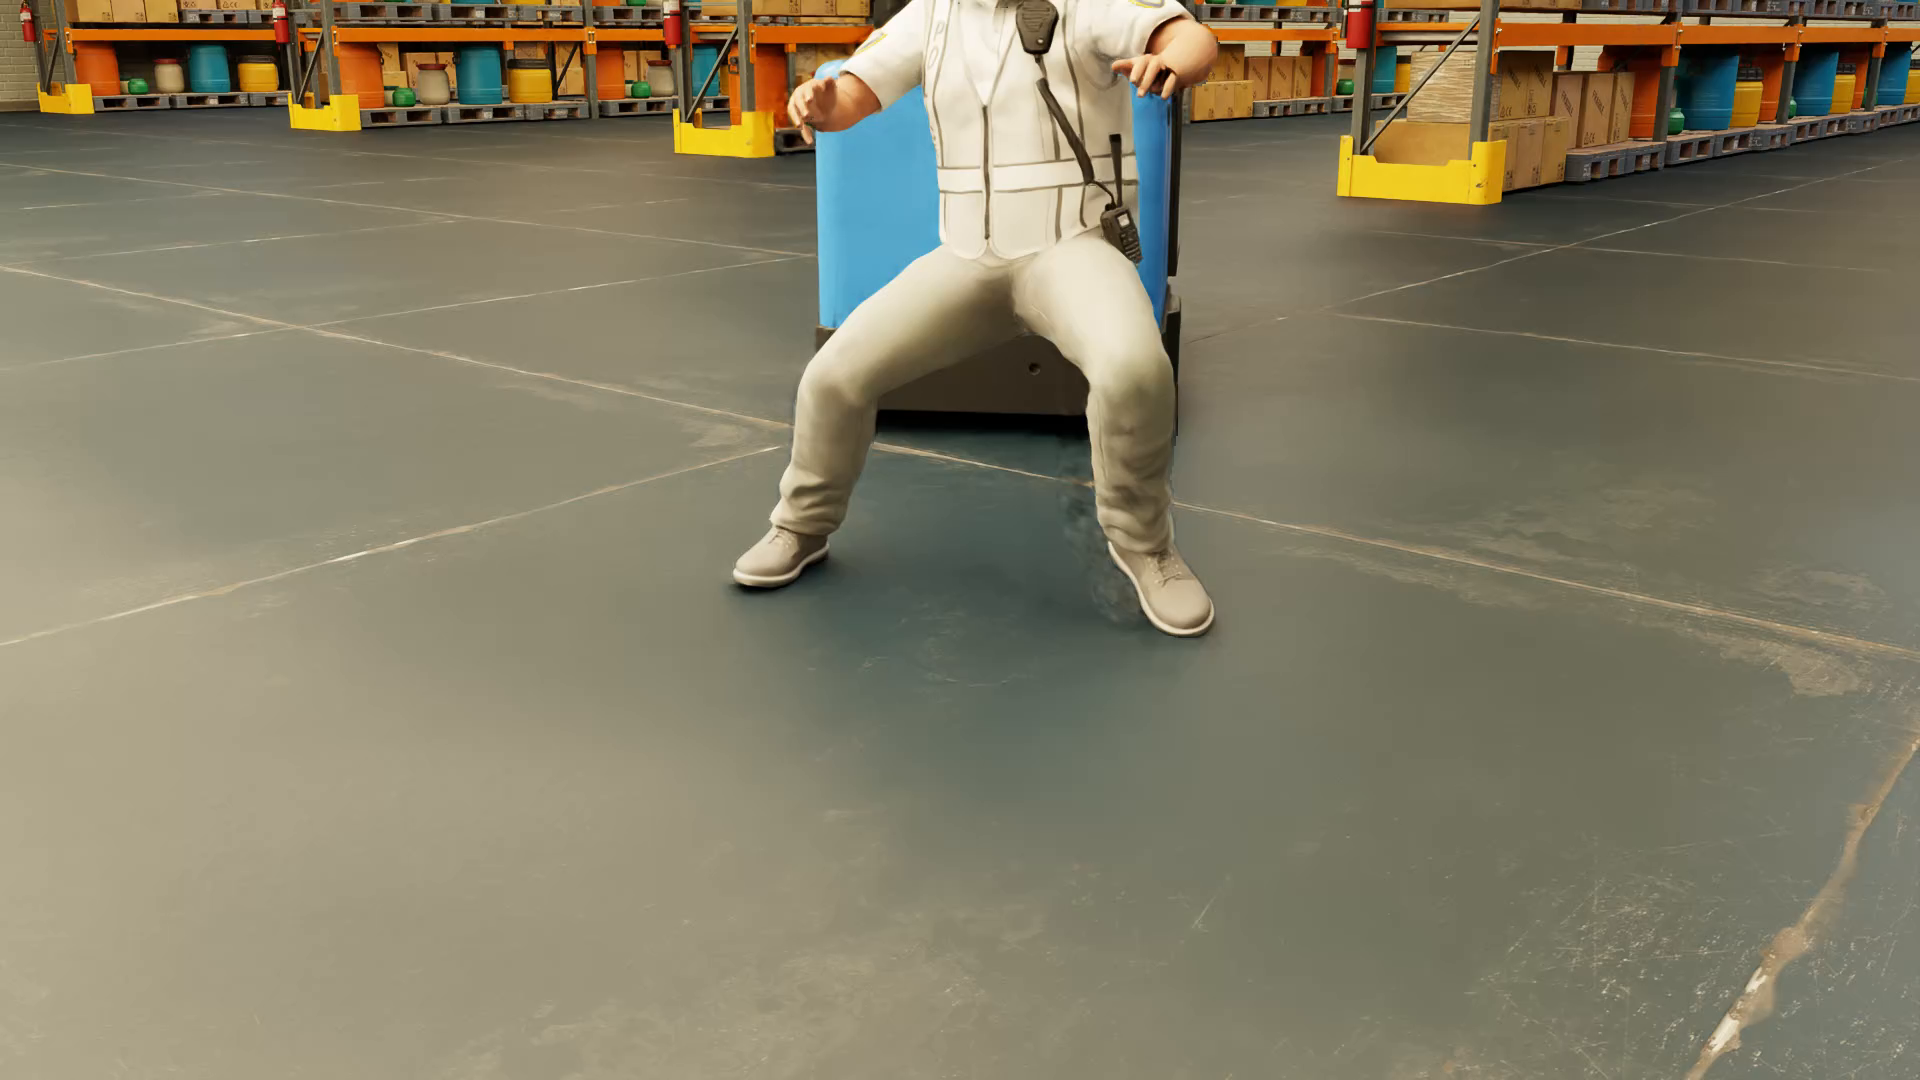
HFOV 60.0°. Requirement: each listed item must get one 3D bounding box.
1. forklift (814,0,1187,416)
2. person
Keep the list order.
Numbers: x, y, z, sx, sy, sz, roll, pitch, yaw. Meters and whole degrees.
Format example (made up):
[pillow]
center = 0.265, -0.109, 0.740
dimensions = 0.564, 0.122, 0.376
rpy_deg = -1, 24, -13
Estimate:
[forklift]
center = 0.277, -2.146, 5.966
dimensions = 1.130, 2.935, 3.031
rpy_deg = 2, 17, 8
[person]
center = 0.048, -0.613, 3.346
dimensions = 1.044, 1.526, 0.772
rpy_deg = 11, 20, 32
